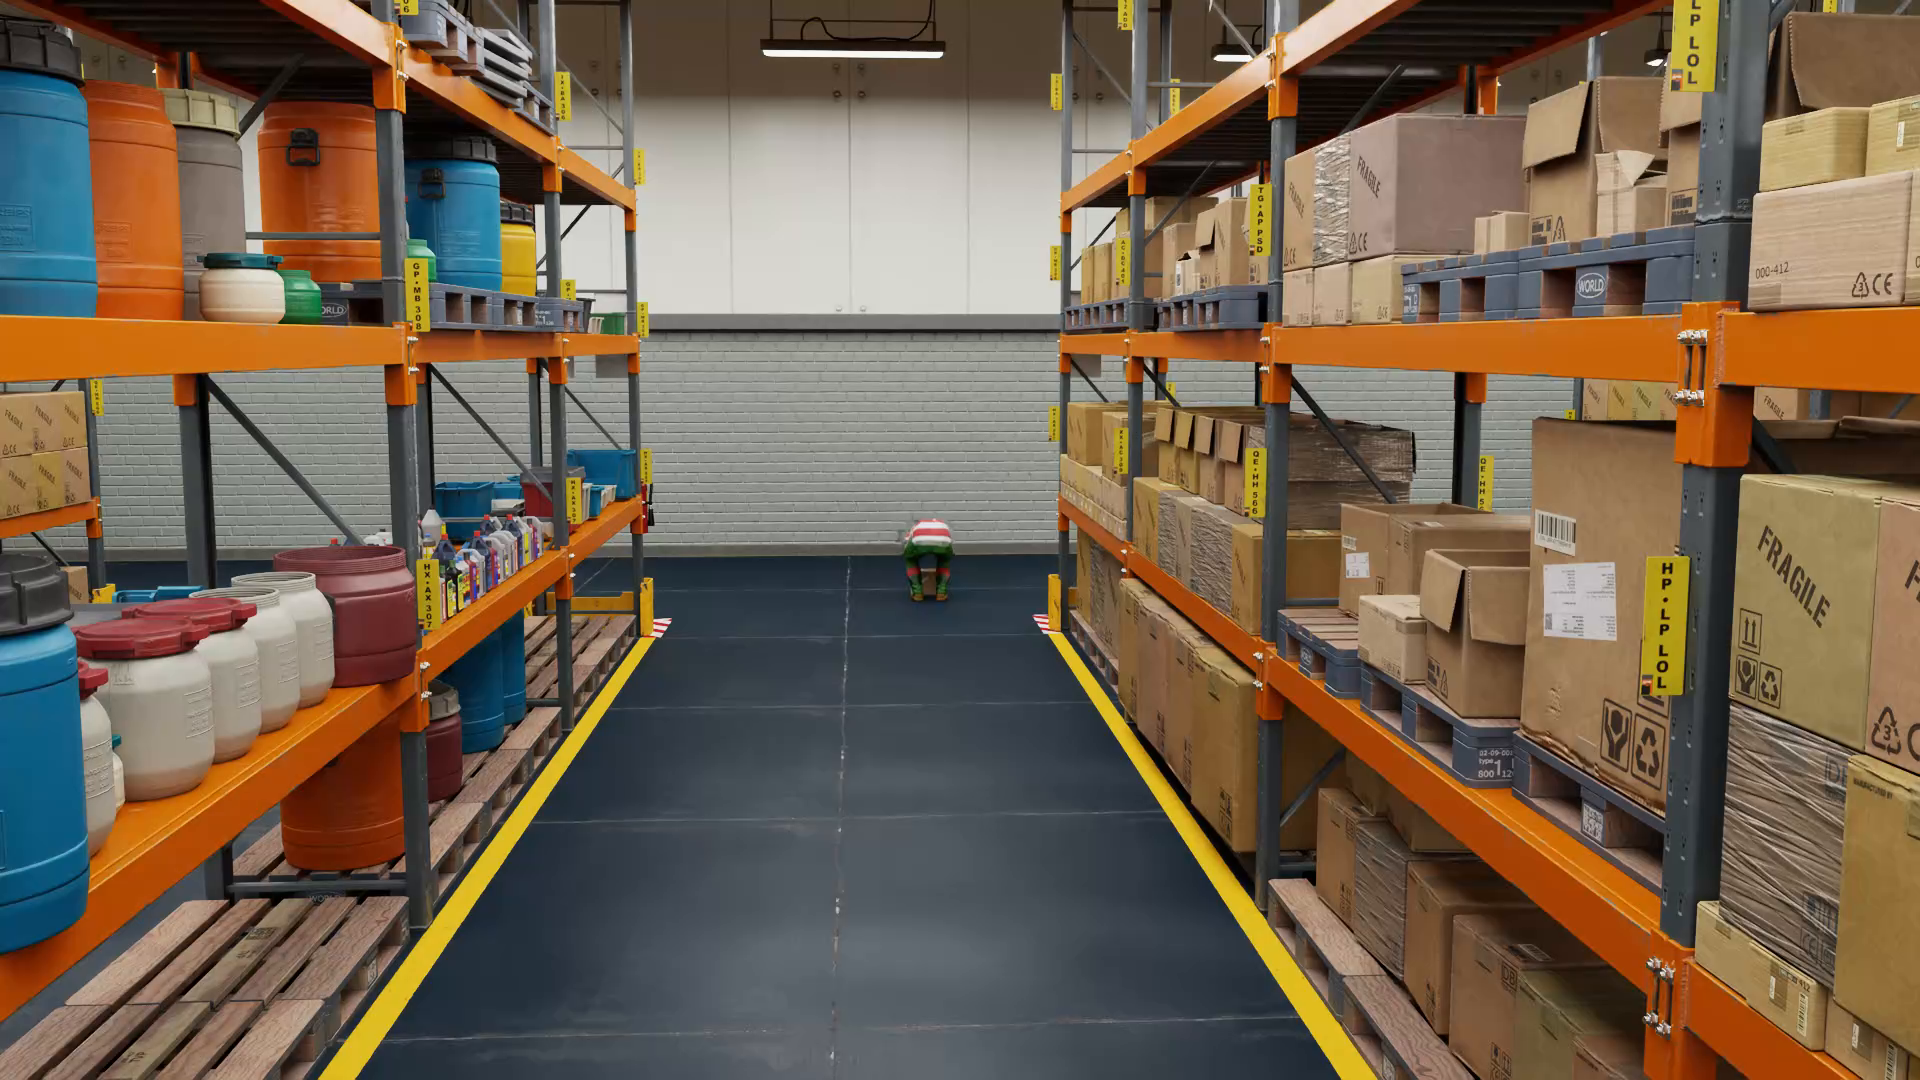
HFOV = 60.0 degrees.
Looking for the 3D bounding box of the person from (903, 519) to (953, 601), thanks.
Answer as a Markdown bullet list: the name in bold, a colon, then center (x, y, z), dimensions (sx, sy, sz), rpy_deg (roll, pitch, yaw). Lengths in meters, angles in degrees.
- **person**: center (-0.348, 0.199, 17.939), dimensions (0.536, 0.894, 0.962), rpy_deg (-1, 7, -6)
